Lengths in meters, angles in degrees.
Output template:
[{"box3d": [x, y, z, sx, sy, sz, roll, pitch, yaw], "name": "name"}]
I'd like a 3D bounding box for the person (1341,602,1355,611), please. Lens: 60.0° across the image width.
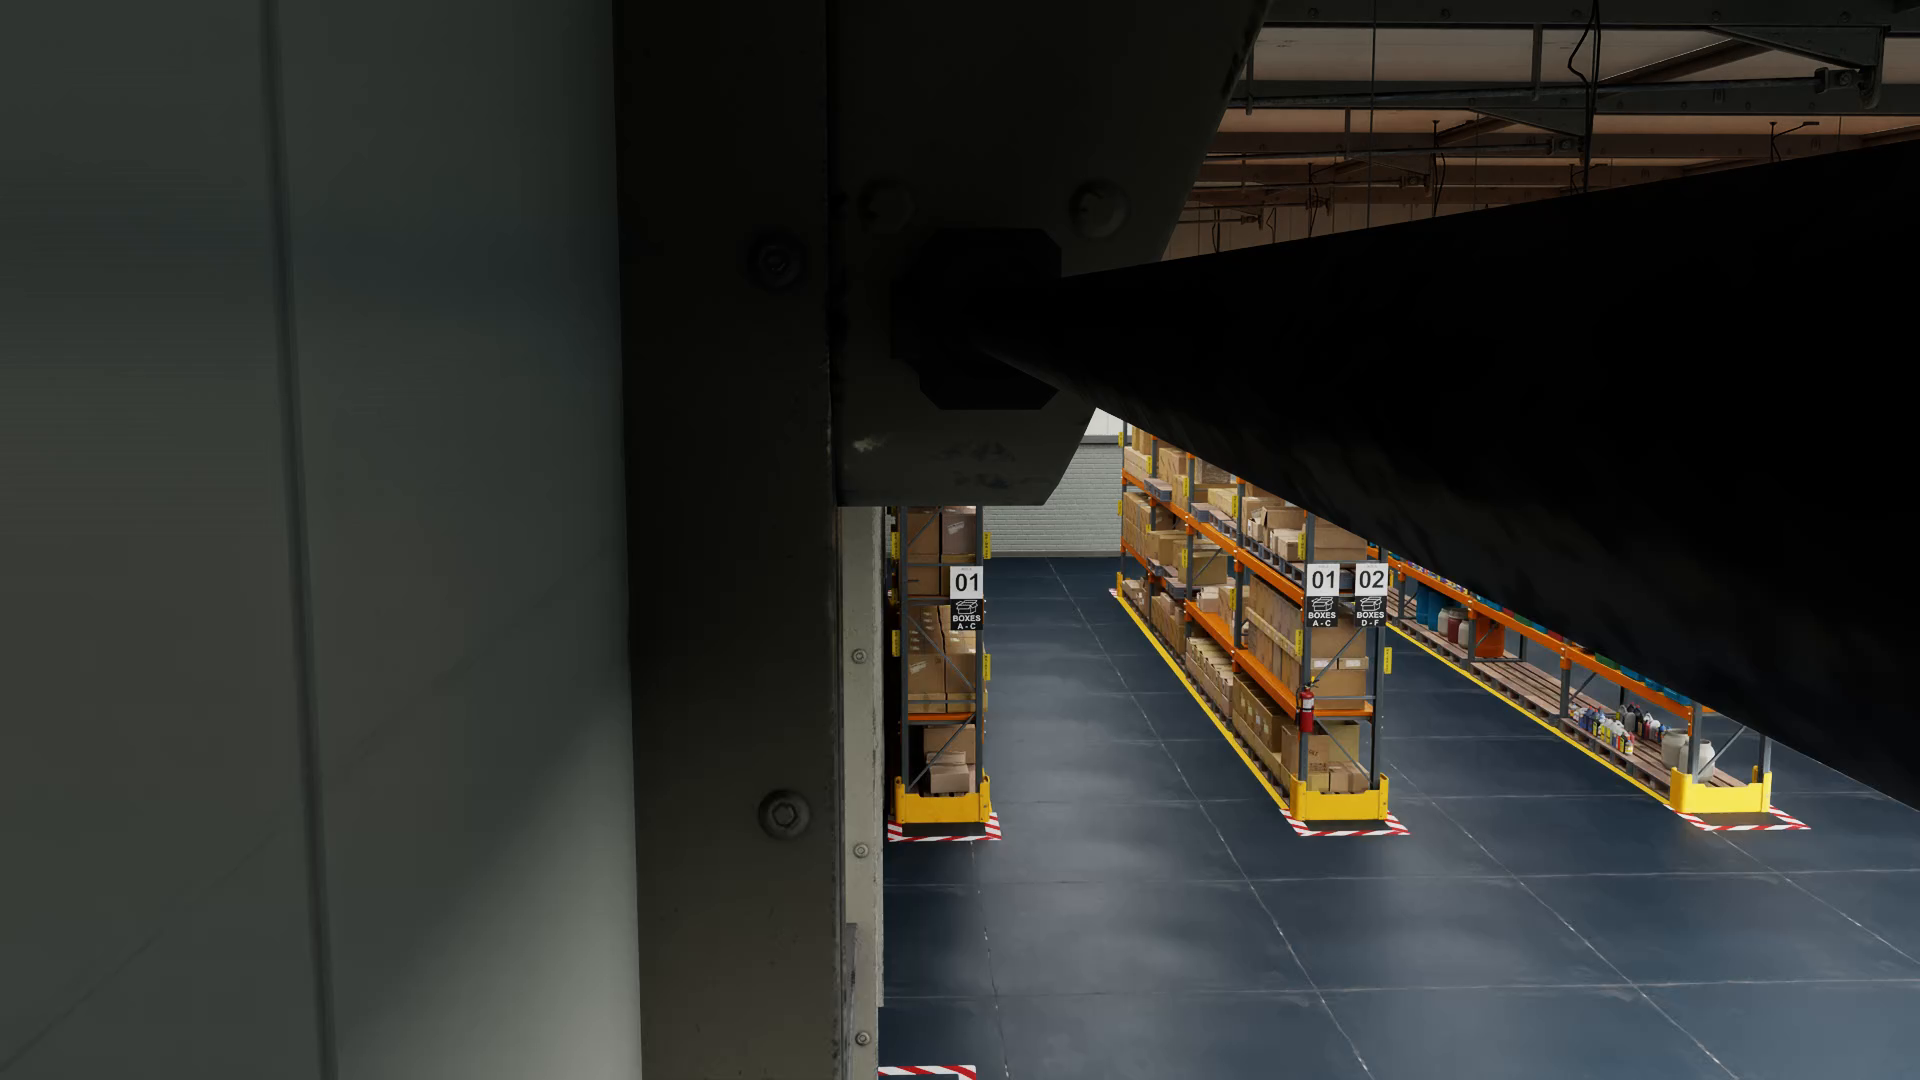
[{"box3d": [6.955, 1.314, 29.884, 0.659, 1.722, 0.912, -2, 8, -12], "name": "person"}]
